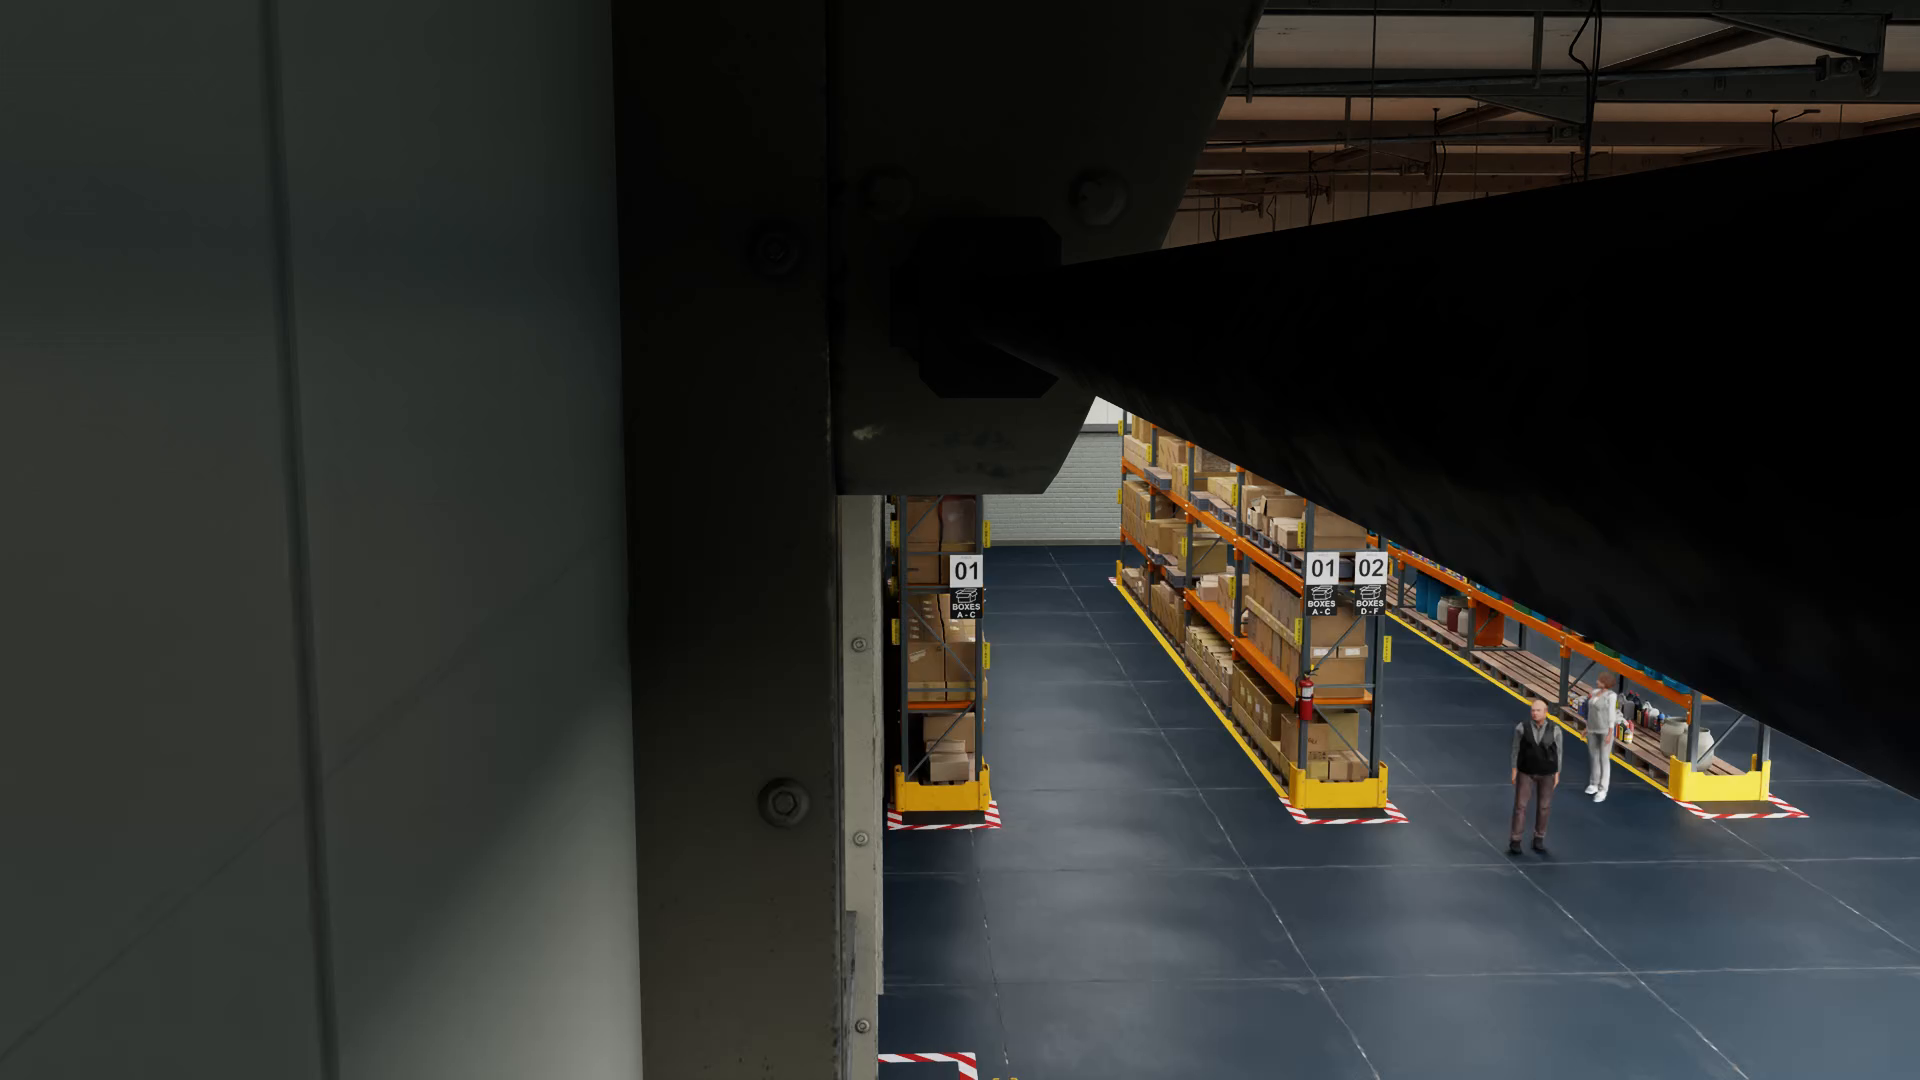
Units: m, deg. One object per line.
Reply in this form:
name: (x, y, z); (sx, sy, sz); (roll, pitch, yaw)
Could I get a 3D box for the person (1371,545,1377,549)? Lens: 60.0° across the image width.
person: (10.033, -0.329, 39.677); (0.460, 1.684, 0.504); (-2, 9, -10)

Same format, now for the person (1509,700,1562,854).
person: (6.568, 2.700, 18.970); (0.553, 1.735, 0.558); (3, 9, 18)

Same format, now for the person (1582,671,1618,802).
person: (8.052, 2.457, 21.049); (0.489, 1.604, 0.442); (-7, 11, -38)
